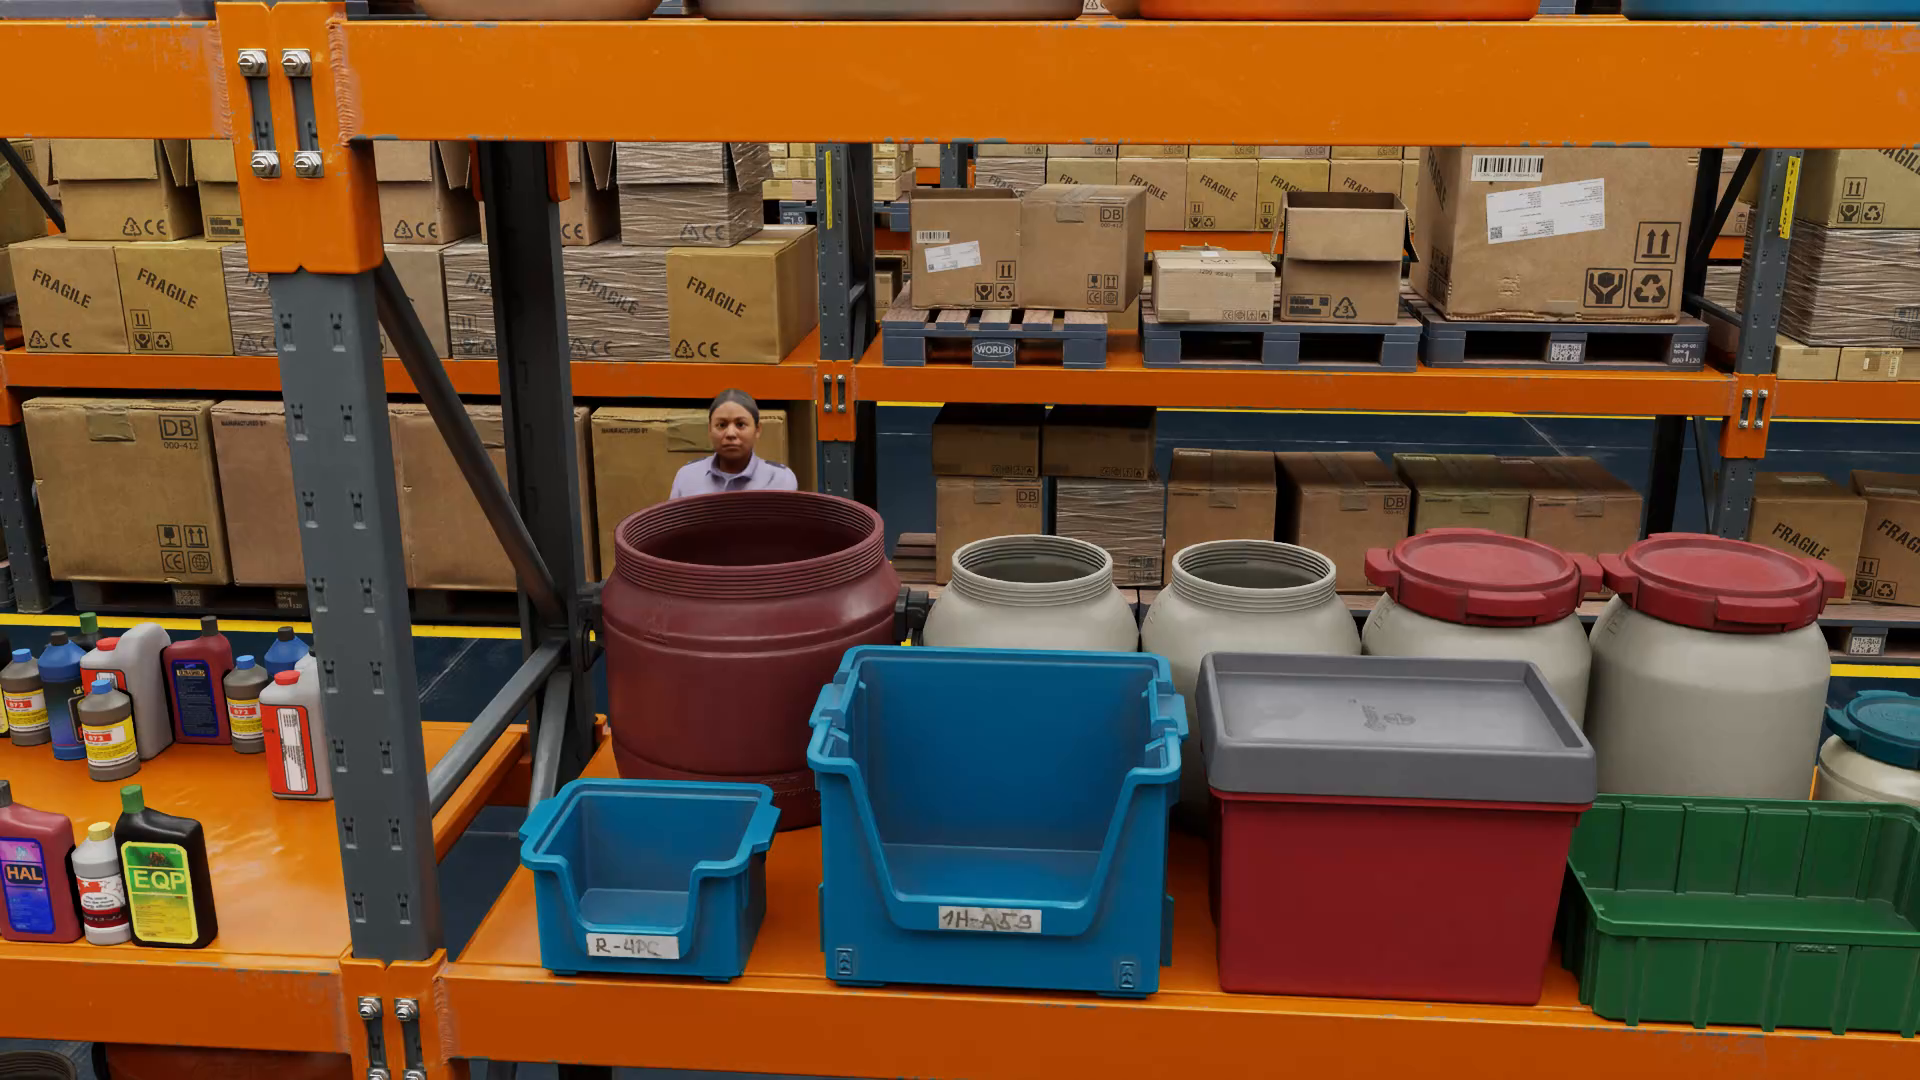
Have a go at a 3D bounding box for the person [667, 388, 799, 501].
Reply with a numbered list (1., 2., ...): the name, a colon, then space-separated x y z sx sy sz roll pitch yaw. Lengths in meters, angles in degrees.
1. person: -0.770 0.327 5.565 0.452 1.634 0.524 1 18 4
